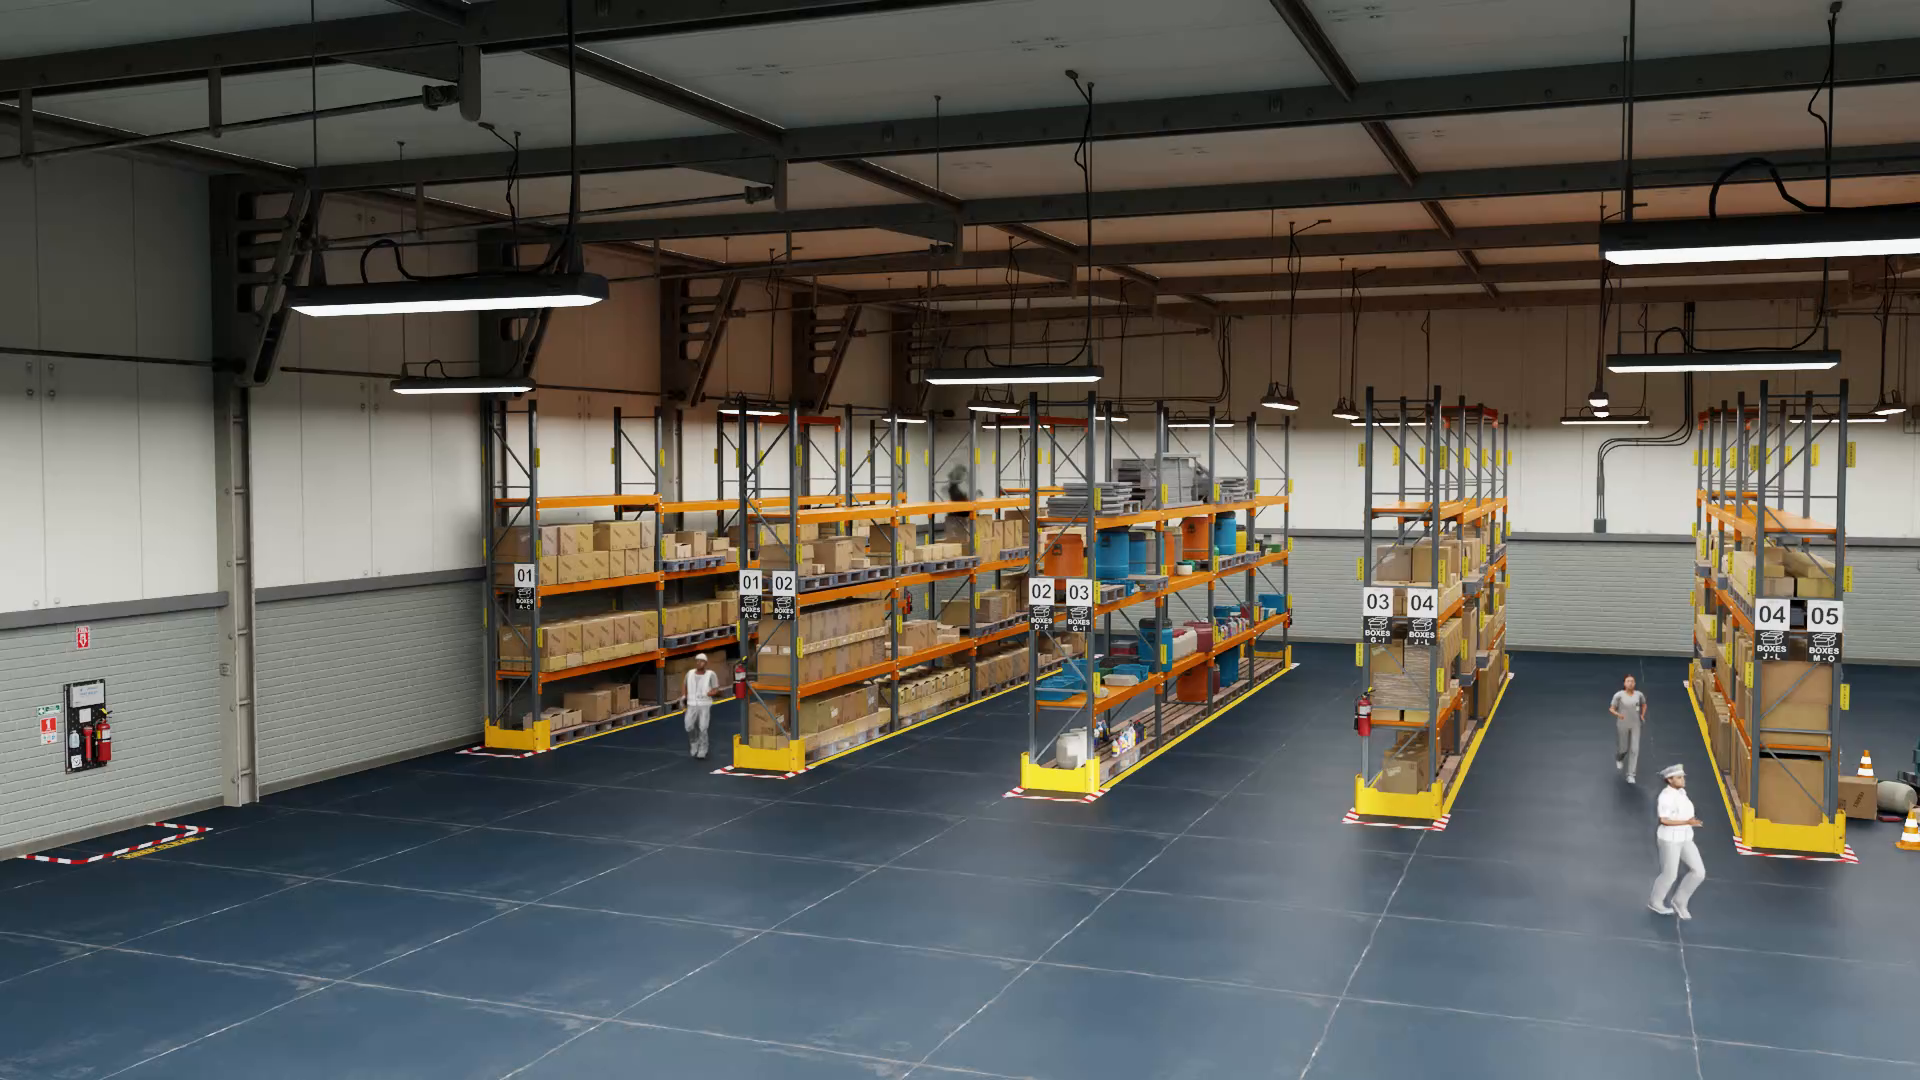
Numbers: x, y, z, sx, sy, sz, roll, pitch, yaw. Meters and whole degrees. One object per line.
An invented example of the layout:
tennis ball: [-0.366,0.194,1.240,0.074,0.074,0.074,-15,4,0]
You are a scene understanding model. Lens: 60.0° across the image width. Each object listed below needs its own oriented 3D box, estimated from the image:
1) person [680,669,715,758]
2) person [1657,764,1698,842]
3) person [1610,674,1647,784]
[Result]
person: [-4.379,2.894,27.582,0.583,1.463,0.546,0,3,6]
person: [7.759,2.831,17.997,0.409,0.839,0.344,-2,3,-30]
person: [10.344,2.894,25.713,0.570,1.645,0.924,0,3,10]
